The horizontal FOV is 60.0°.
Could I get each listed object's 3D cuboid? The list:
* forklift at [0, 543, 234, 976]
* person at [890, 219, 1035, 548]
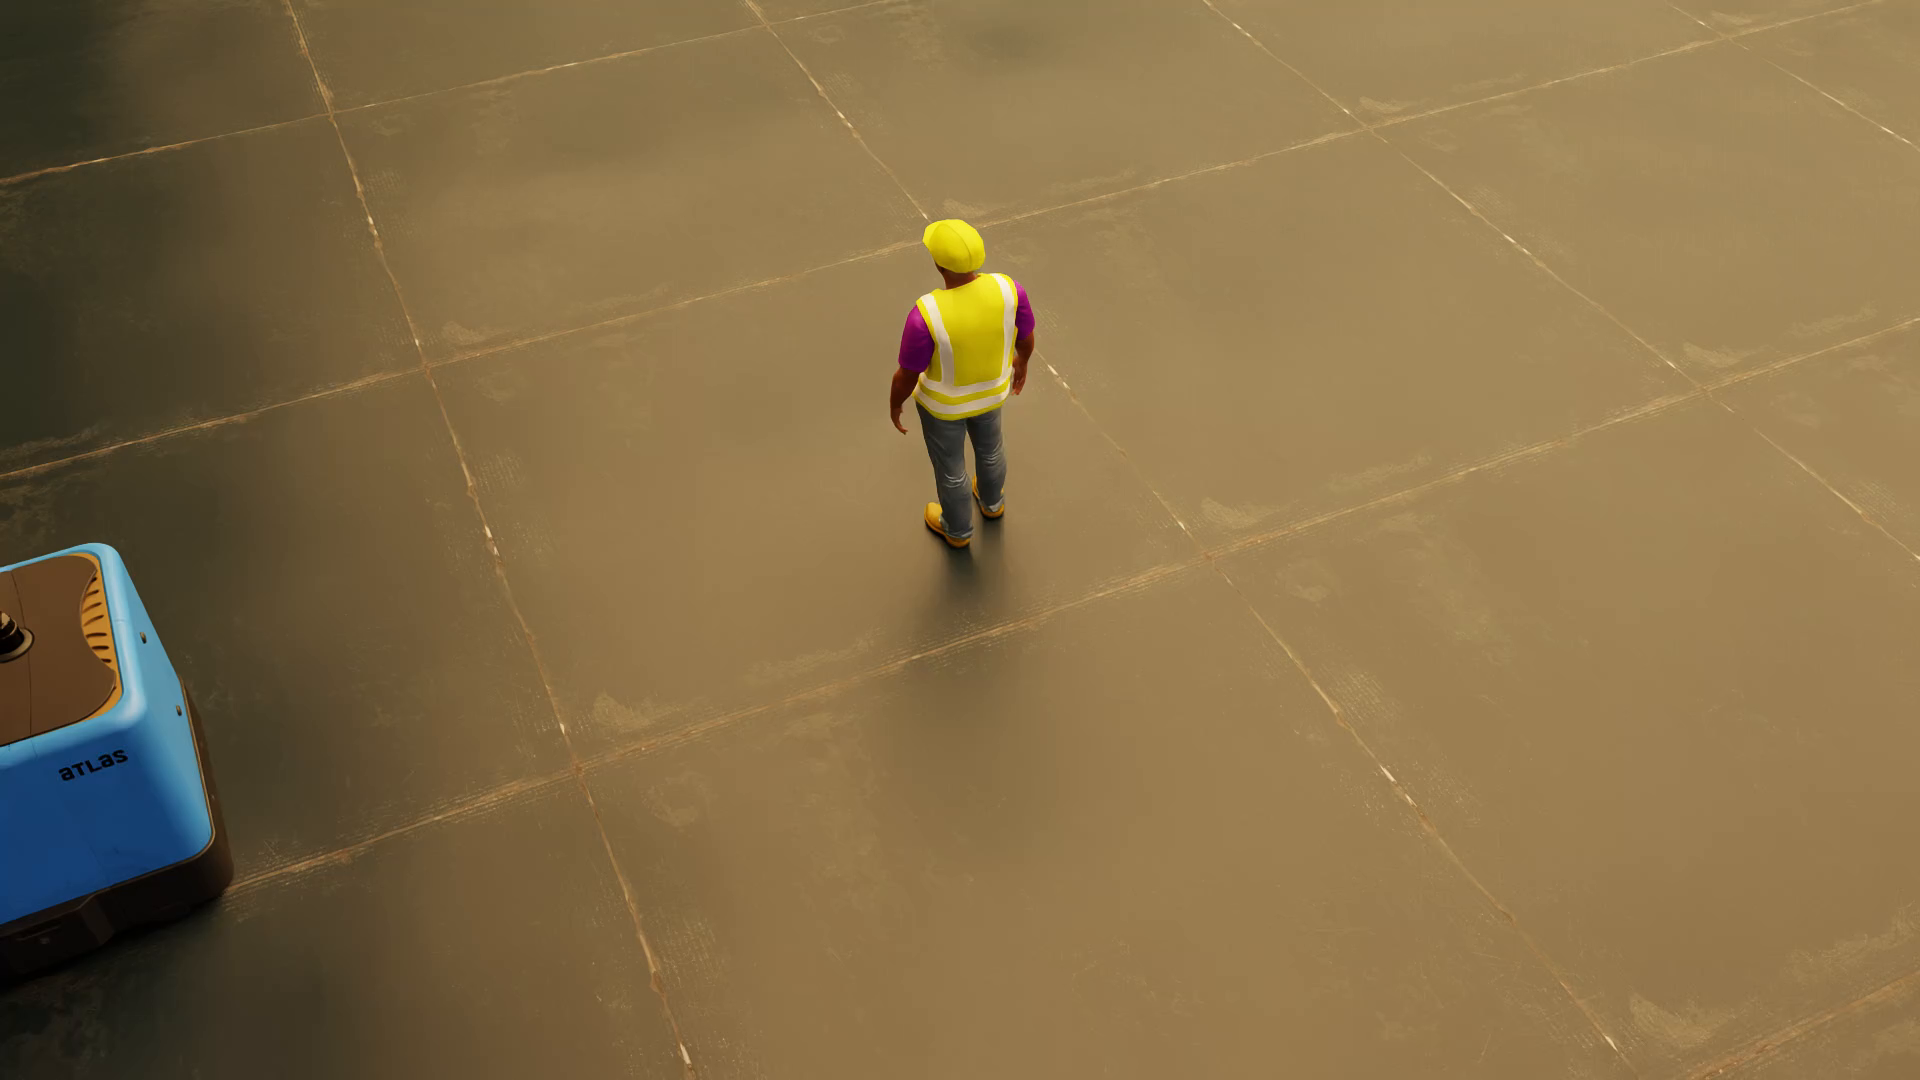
[{"bbox_3d":[-4.326,0.447,5.201,3.031,2.935,1.130,-19,46,-19],"label":"forklift"},{"bbox_3d":[-0.024,-0.696,7.269,0.665,1.768,0.575,-18,46,-18],"label":"person"}]
